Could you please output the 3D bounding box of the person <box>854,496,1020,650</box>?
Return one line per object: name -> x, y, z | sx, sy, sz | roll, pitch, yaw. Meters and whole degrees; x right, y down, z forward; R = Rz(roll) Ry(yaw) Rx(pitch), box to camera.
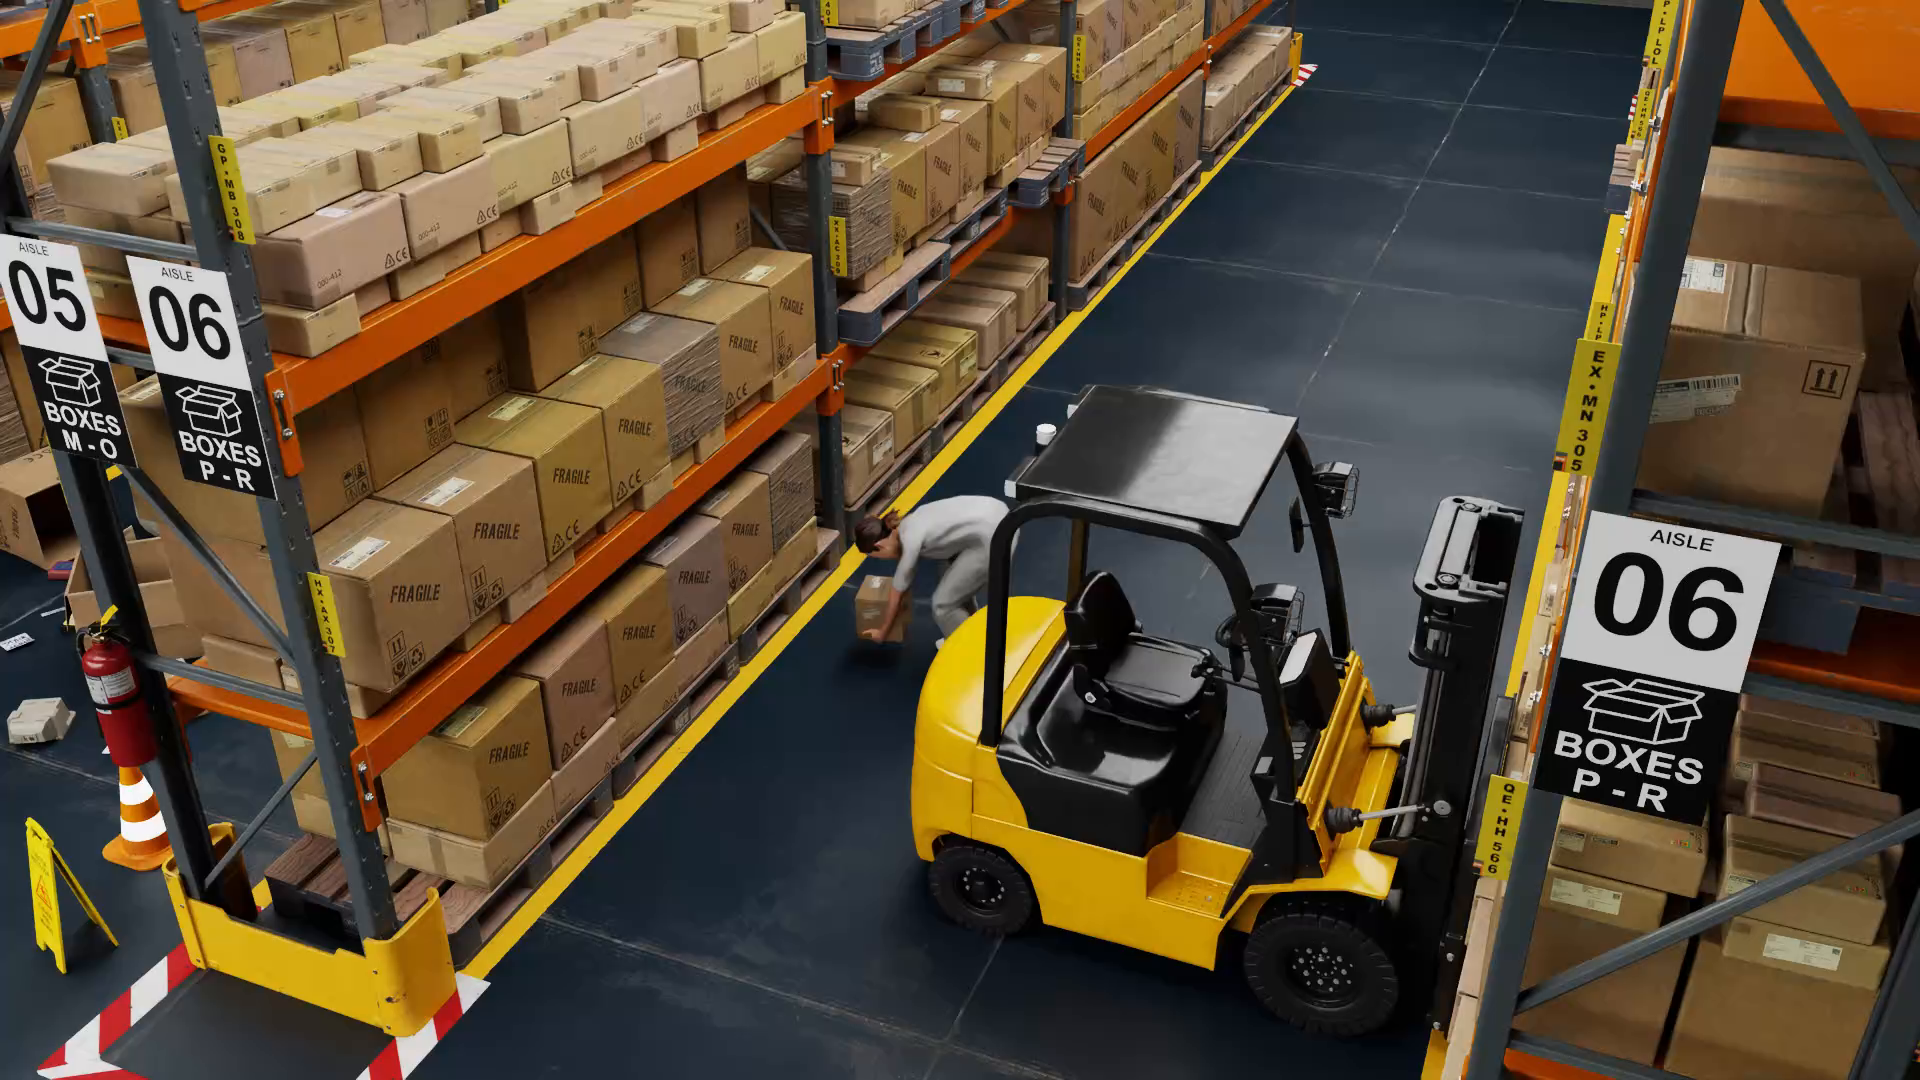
person -> -0.126, 0.251, 8.719 | 0.856, 0.914, 0.450 | 4, 30, 7
